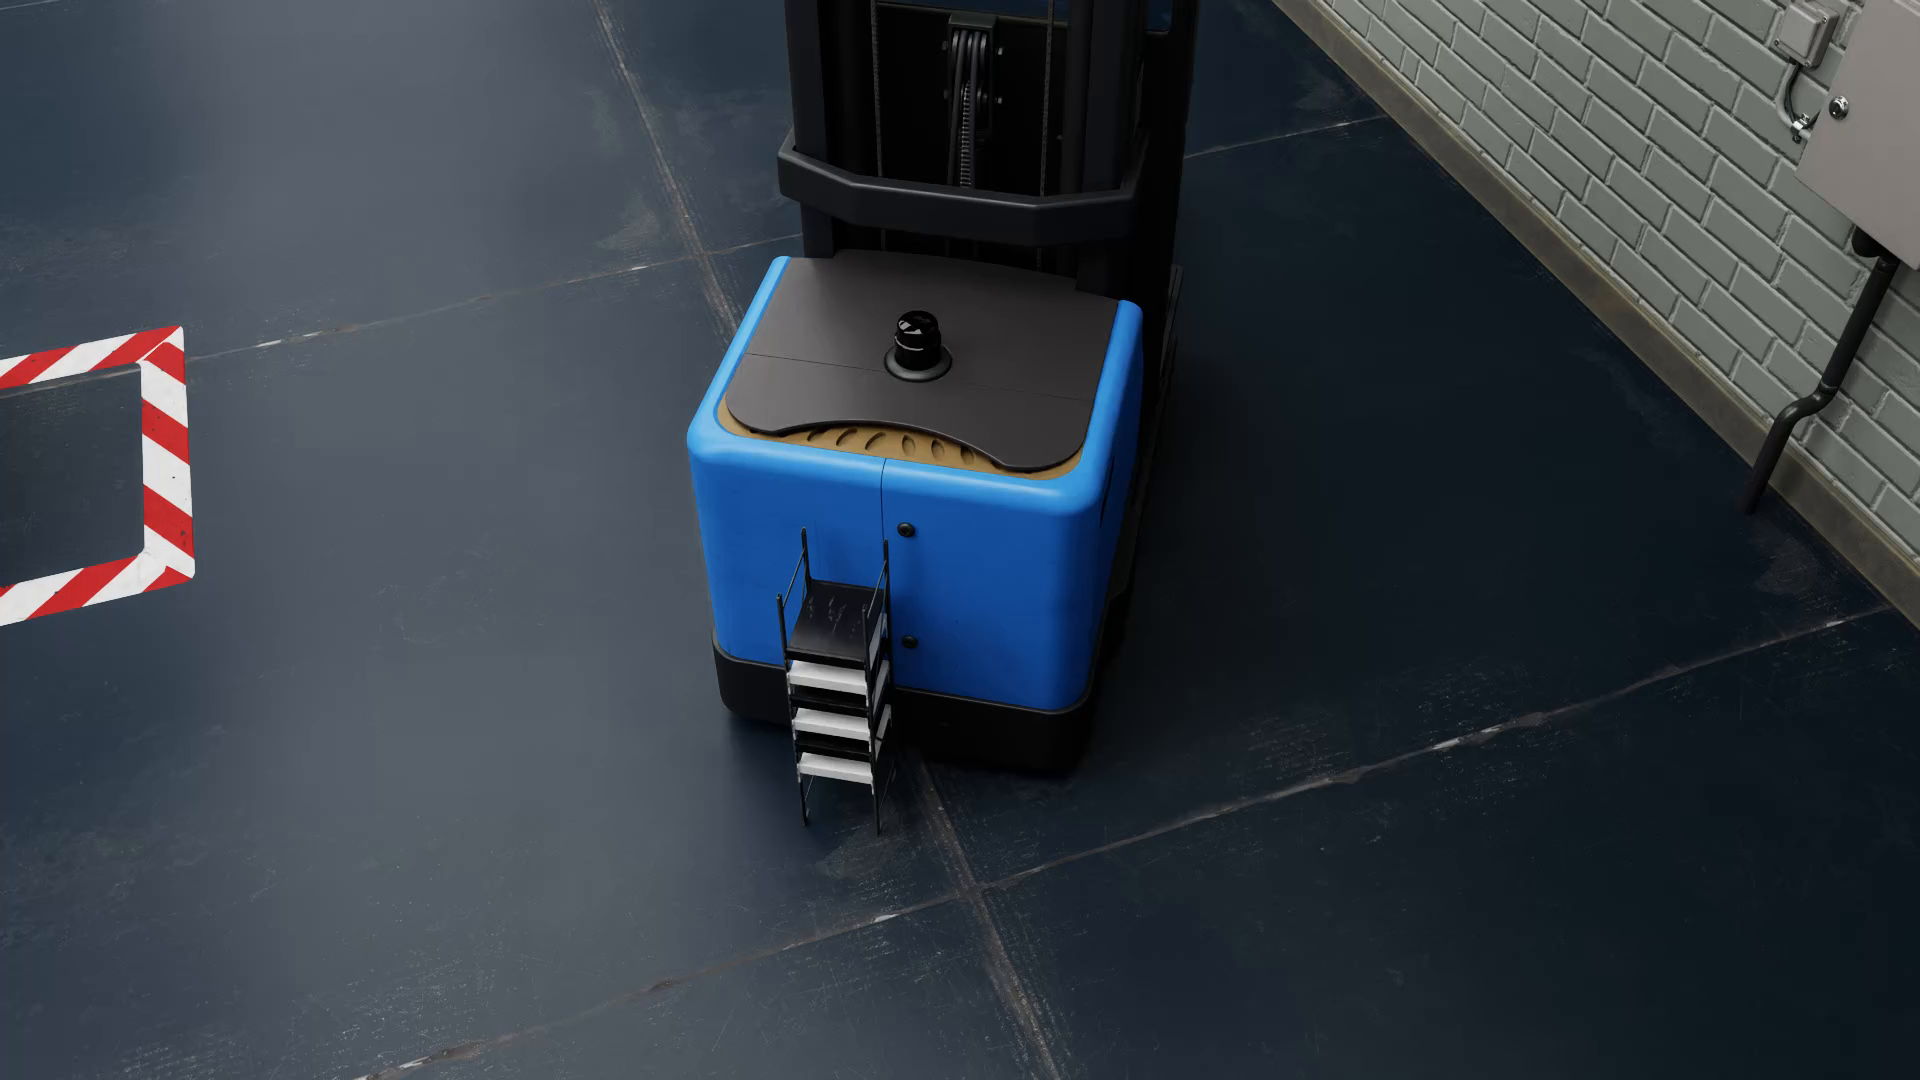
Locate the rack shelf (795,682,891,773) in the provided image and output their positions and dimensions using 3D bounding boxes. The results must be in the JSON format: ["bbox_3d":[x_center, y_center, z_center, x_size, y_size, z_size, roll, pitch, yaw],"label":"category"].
[{"bbox_3d":[-0.299,0.470,4.320,0.200,0.077,0.258,8,46,8],"label":"rack shelf"}]

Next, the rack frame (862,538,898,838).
[{"bbox_3d":[-0.199,0.397,4.219,0.006,0.900,0.240,8,46,8],"label":"rack frame"}]

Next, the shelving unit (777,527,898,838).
[{"bbox_3d":[-0.299,0.383,4.233,0.210,0.900,0.258,8,46,8],"label":"shelving unit"}]

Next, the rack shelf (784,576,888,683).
[{"bbox_3d":[-0.299,0.216,4.065,0.200,0.077,0.258,8,46,8],"label":"rack shelf"}]

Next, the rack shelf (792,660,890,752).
[{"bbox_3d":[-0.299,0.407,4.256,0.200,0.077,0.258,8,46,8],"label":"rack shelf"}]

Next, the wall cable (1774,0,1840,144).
[{"bbox_3d":[2.424,-1.985,4.393,0.122,1.984,0.588,-14,47,-14],"label":"wall cable"}]

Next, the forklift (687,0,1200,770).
[{"bbox_3d":[0.134,-1.471,4.647,1.130,2.935,3.031,9,46,9],"label":"forklift"}]

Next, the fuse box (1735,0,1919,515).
[{"bbox_3d":[2.508,-0.679,4.718,0.414,1.711,0.539,-14,47,-14],"label":"fuse box"}]

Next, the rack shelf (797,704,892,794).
[{"bbox_3d":[-0.299,0.534,4.384,0.200,0.077,0.258,8,46,8],"label":"rack shelf"}]

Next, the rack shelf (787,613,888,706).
[{"bbox_3d":[-0.299,0.280,4.129,0.200,0.077,0.258,8,46,8],"label":"rack shelf"}]

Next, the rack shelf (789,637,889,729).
[{"bbox_3d":[-0.299,0.343,4.193,0.200,0.077,0.258,8,46,8],"label":"rack shelf"}]

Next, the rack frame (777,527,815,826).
[{"bbox_3d":[-0.398,0.369,4.247,0.006,0.900,0.240,8,46,8],"label":"rack frame"}]
